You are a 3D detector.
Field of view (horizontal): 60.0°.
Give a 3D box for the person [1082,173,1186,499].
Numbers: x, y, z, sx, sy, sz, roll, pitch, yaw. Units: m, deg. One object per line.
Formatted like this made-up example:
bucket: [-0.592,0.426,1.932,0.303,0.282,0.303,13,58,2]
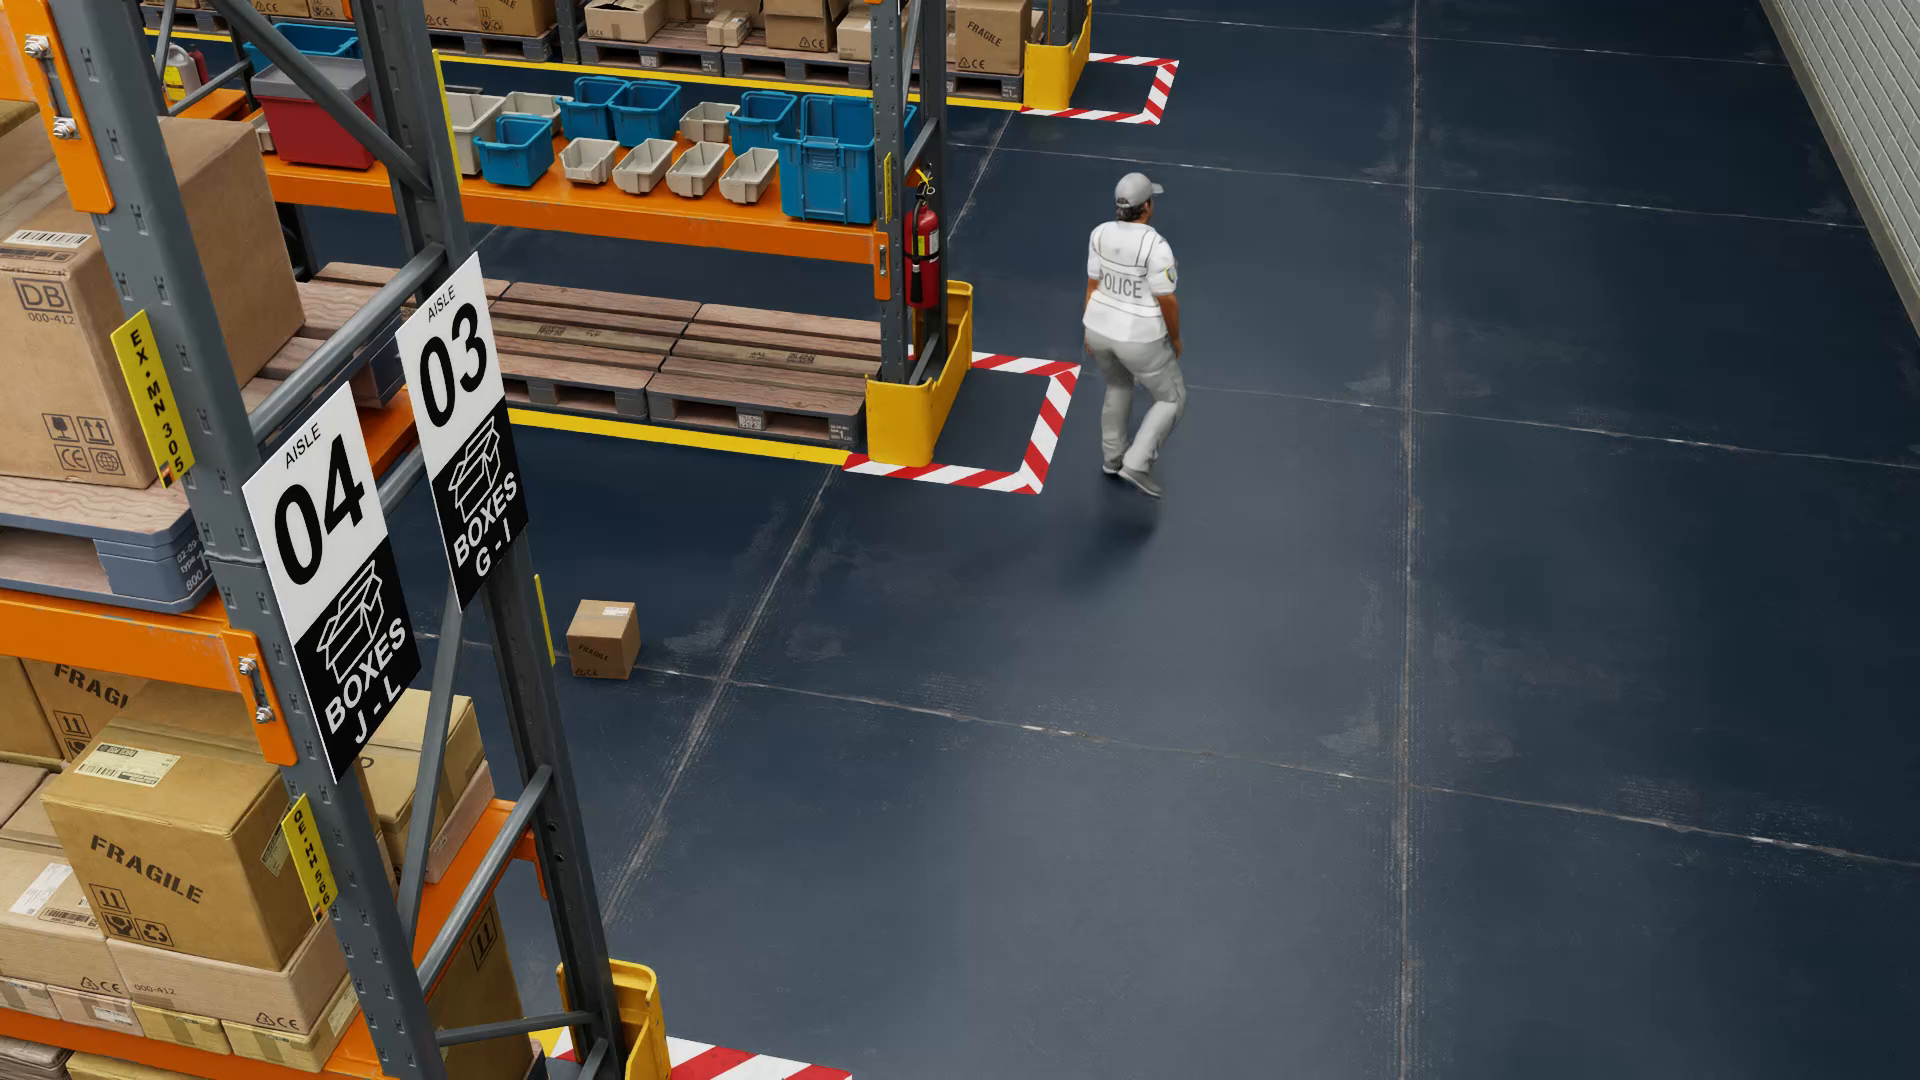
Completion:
person: [0.857,-0.974,8.267,0.635,1.640,0.606,26,44,31]
